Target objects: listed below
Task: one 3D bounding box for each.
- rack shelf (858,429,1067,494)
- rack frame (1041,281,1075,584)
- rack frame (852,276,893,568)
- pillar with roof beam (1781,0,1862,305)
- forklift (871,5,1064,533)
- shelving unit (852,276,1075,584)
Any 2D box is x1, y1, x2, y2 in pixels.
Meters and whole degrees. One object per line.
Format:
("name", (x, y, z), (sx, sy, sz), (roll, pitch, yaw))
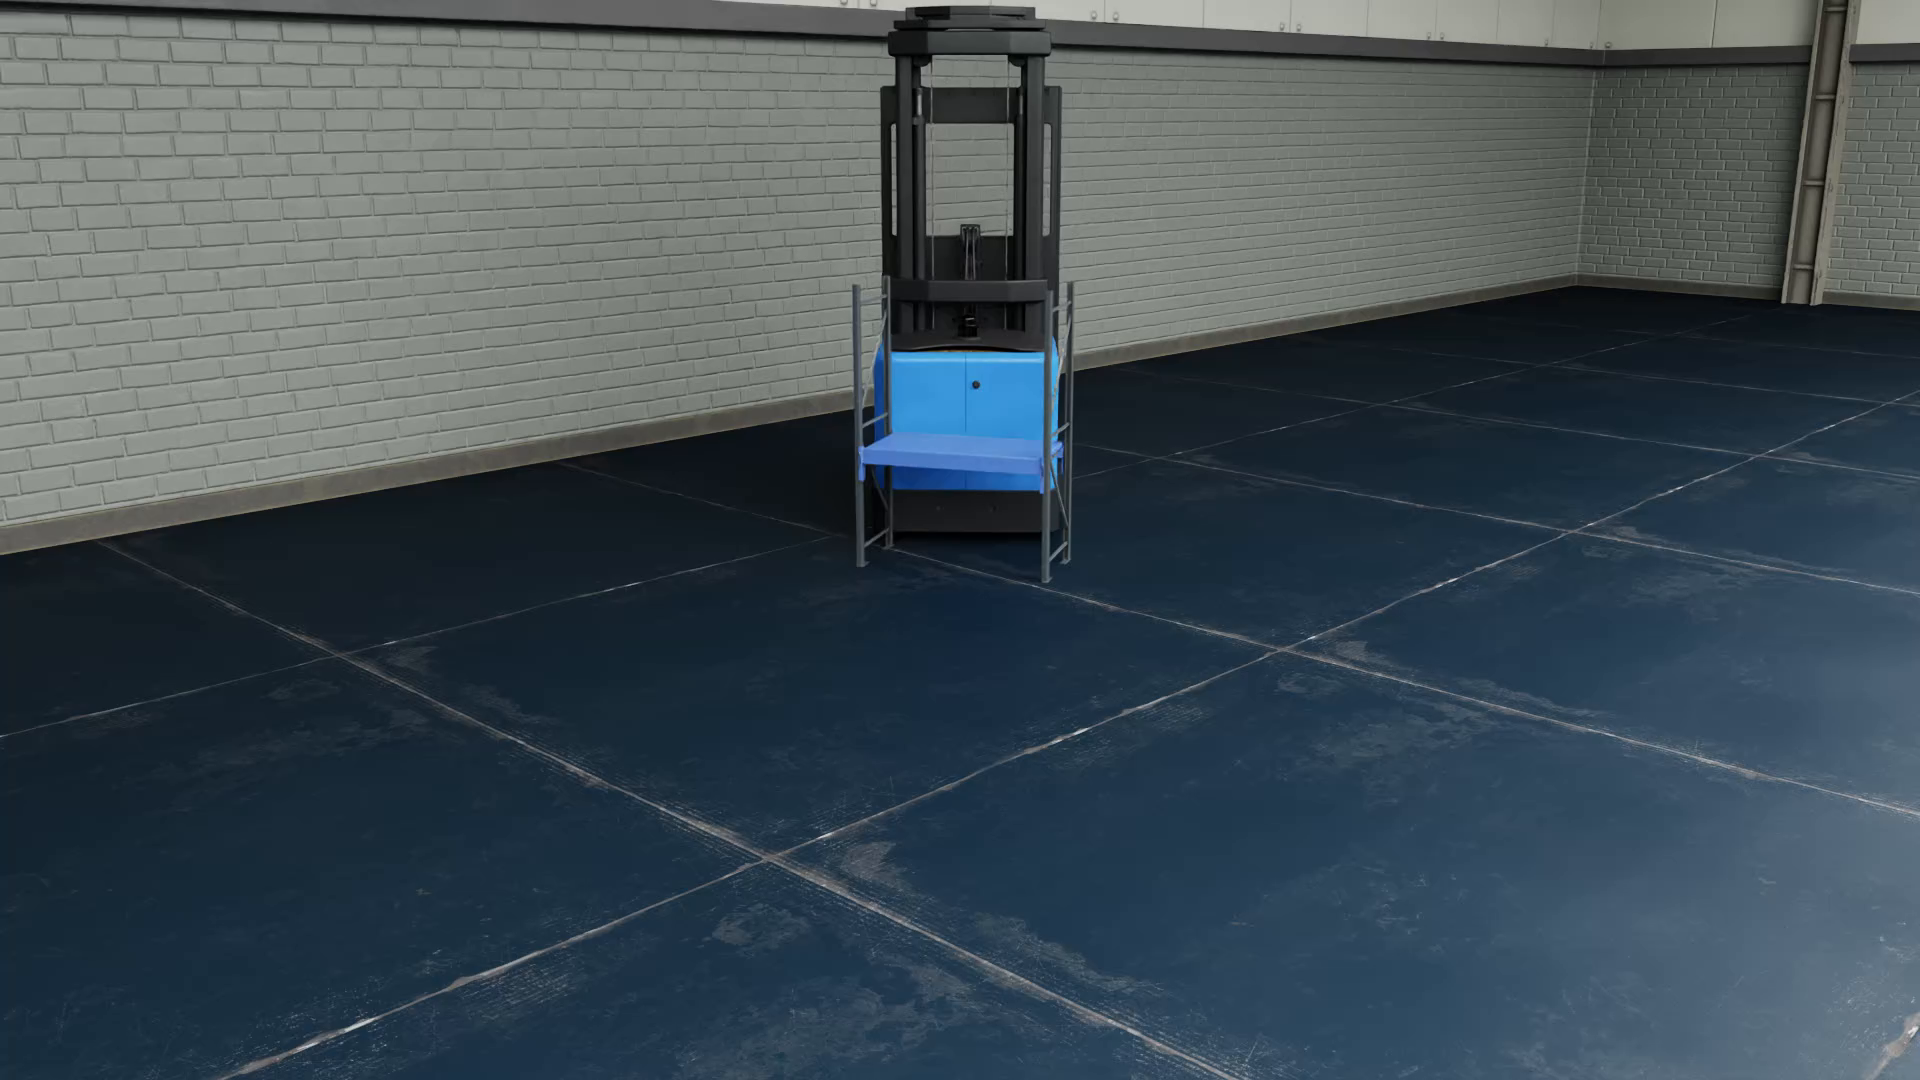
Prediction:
("rack shelf", (0.022, -0.423, 8.795), (1.000, 0.185, 0.538), (5, 15, 17))
("rack frame", (0.508, -0.559, 8.603), (0.032, 1.500, 0.500), (5, 15, 17))
("rack frame", (-0.463, -0.635, 8.896), (0.032, 1.500, 0.500), (5, 15, 17))
("pillar with roof beam", (7.542, -6.538, 16.677), (0.400, 9.000, 9.100), (14, 20, 42))
("forklift", (0.074, -1.772, 10.421), (1.130, 2.935, 3.031), (0, 15, 2))
("shelving unit", (0.022, -0.597, 8.749), (1.048, 1.500, 0.538), (5, 15, 17))
